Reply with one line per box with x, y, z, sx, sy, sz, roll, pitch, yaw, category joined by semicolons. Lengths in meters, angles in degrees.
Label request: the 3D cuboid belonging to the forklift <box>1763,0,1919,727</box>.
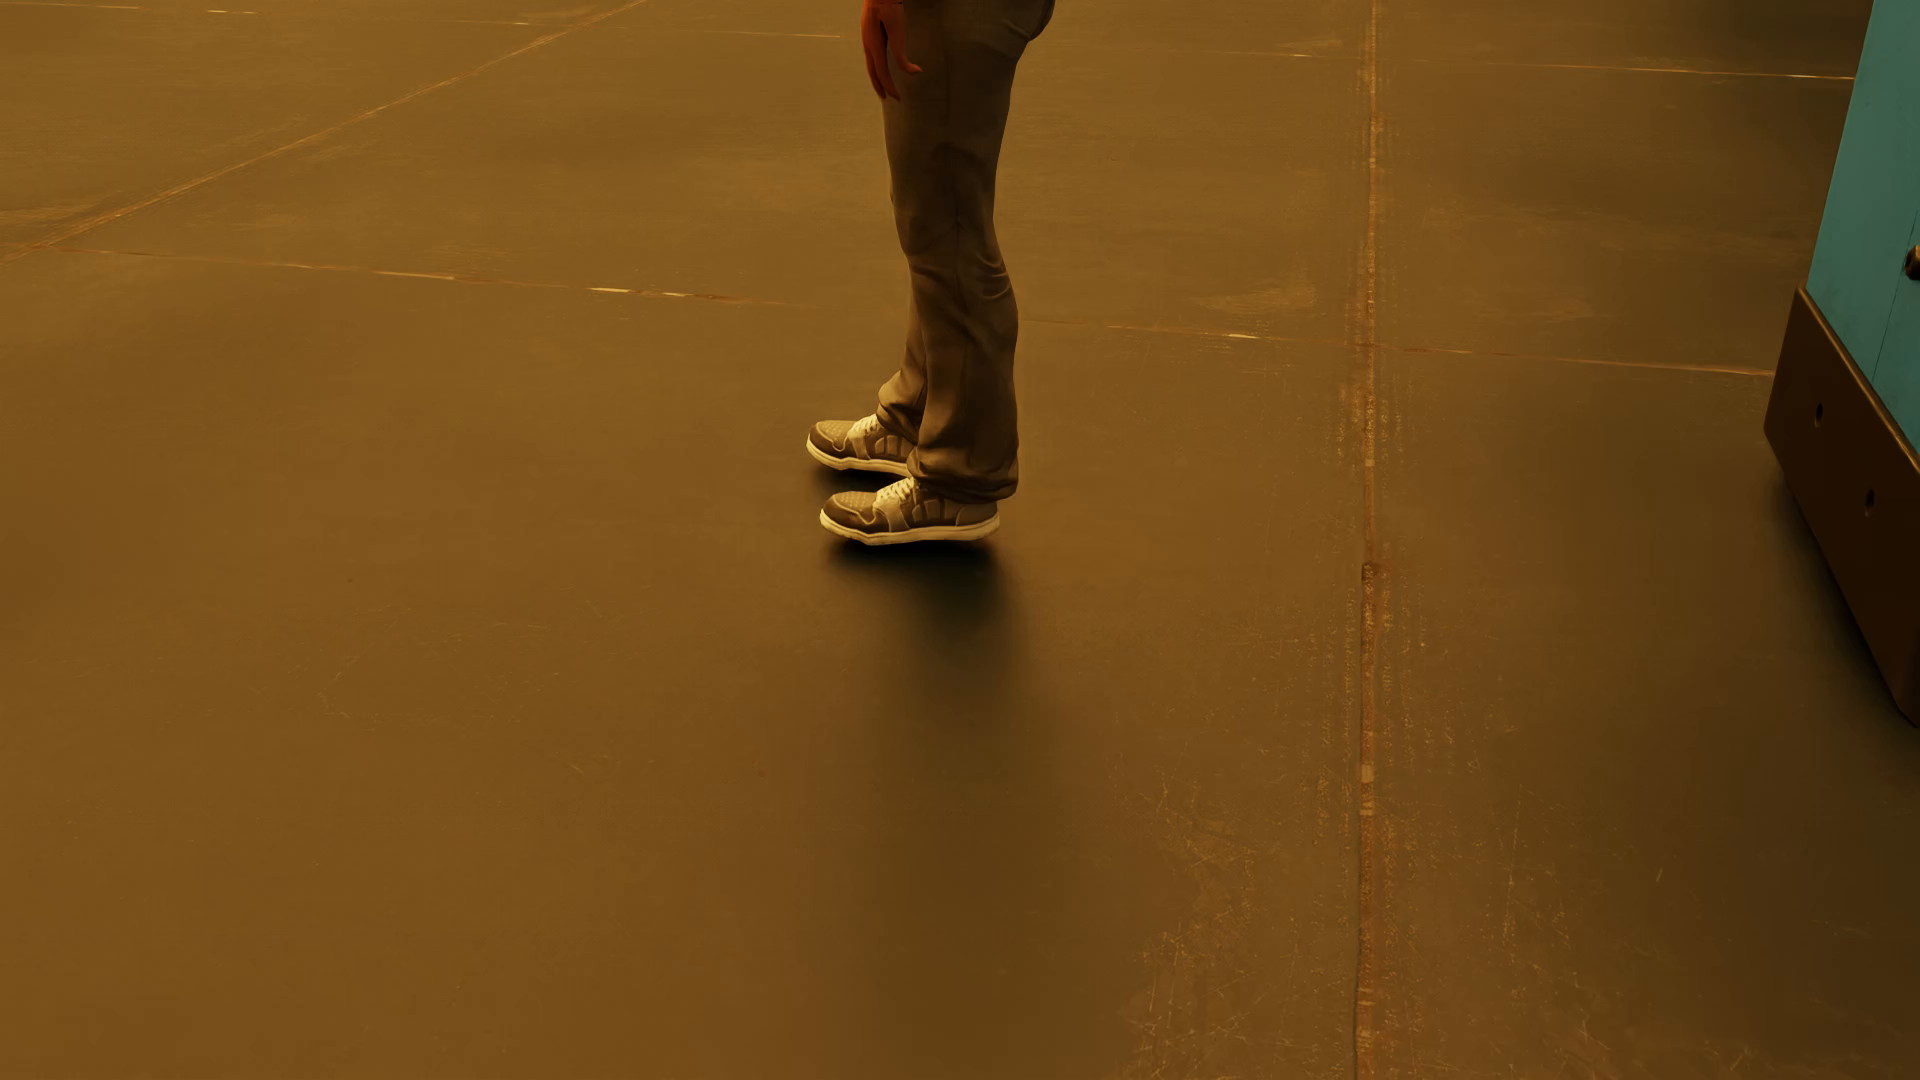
2.673;-1.075;1.377;3.031;2.935;1.130;6;27;12;forklift

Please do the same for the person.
-0.070;-0.733;2.164;0.473;1.599;0.521;6;27;11;person
